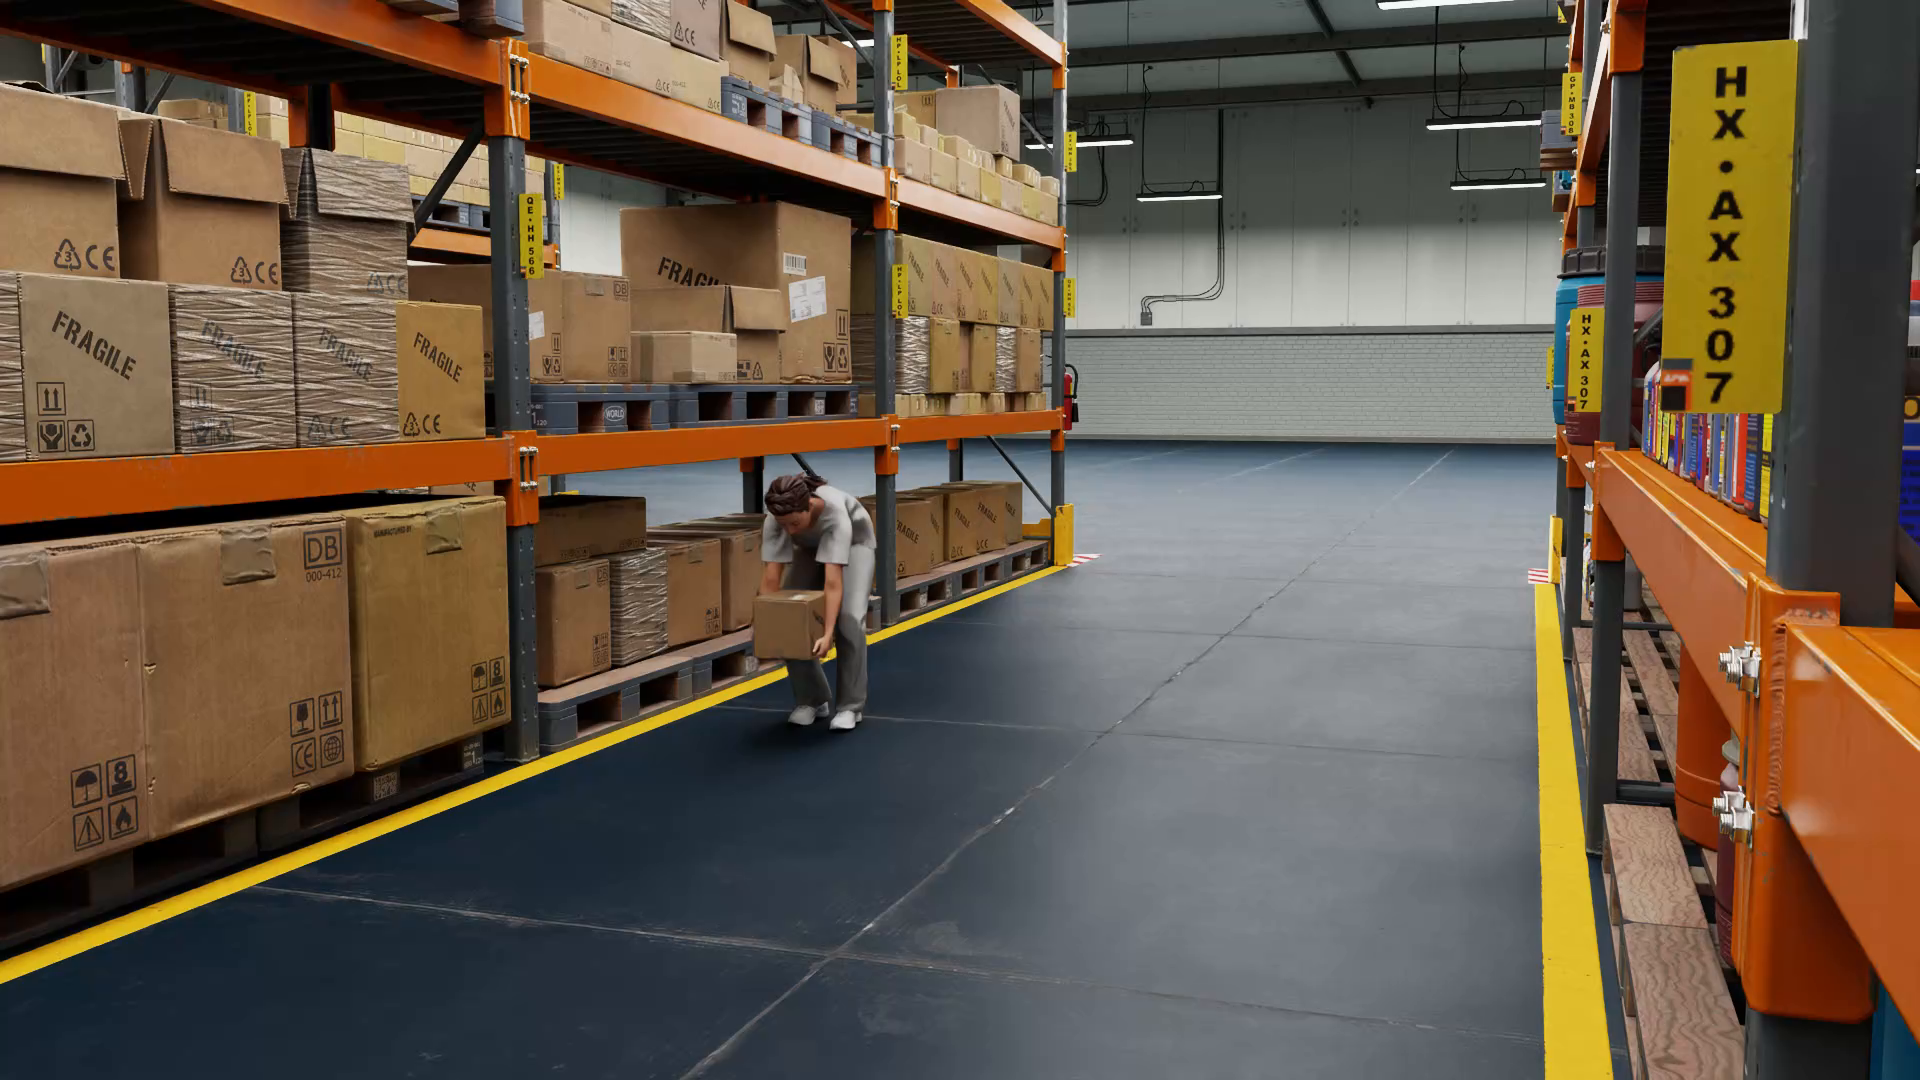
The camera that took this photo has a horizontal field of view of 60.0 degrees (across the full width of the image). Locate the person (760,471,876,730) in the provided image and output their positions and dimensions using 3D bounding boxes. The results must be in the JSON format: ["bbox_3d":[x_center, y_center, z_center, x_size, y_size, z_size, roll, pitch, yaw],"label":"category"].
[{"bbox_3d":[-0.634,0.269,7.219,0.435,1.138,0.852,2,6,16],"label":"person"}]
